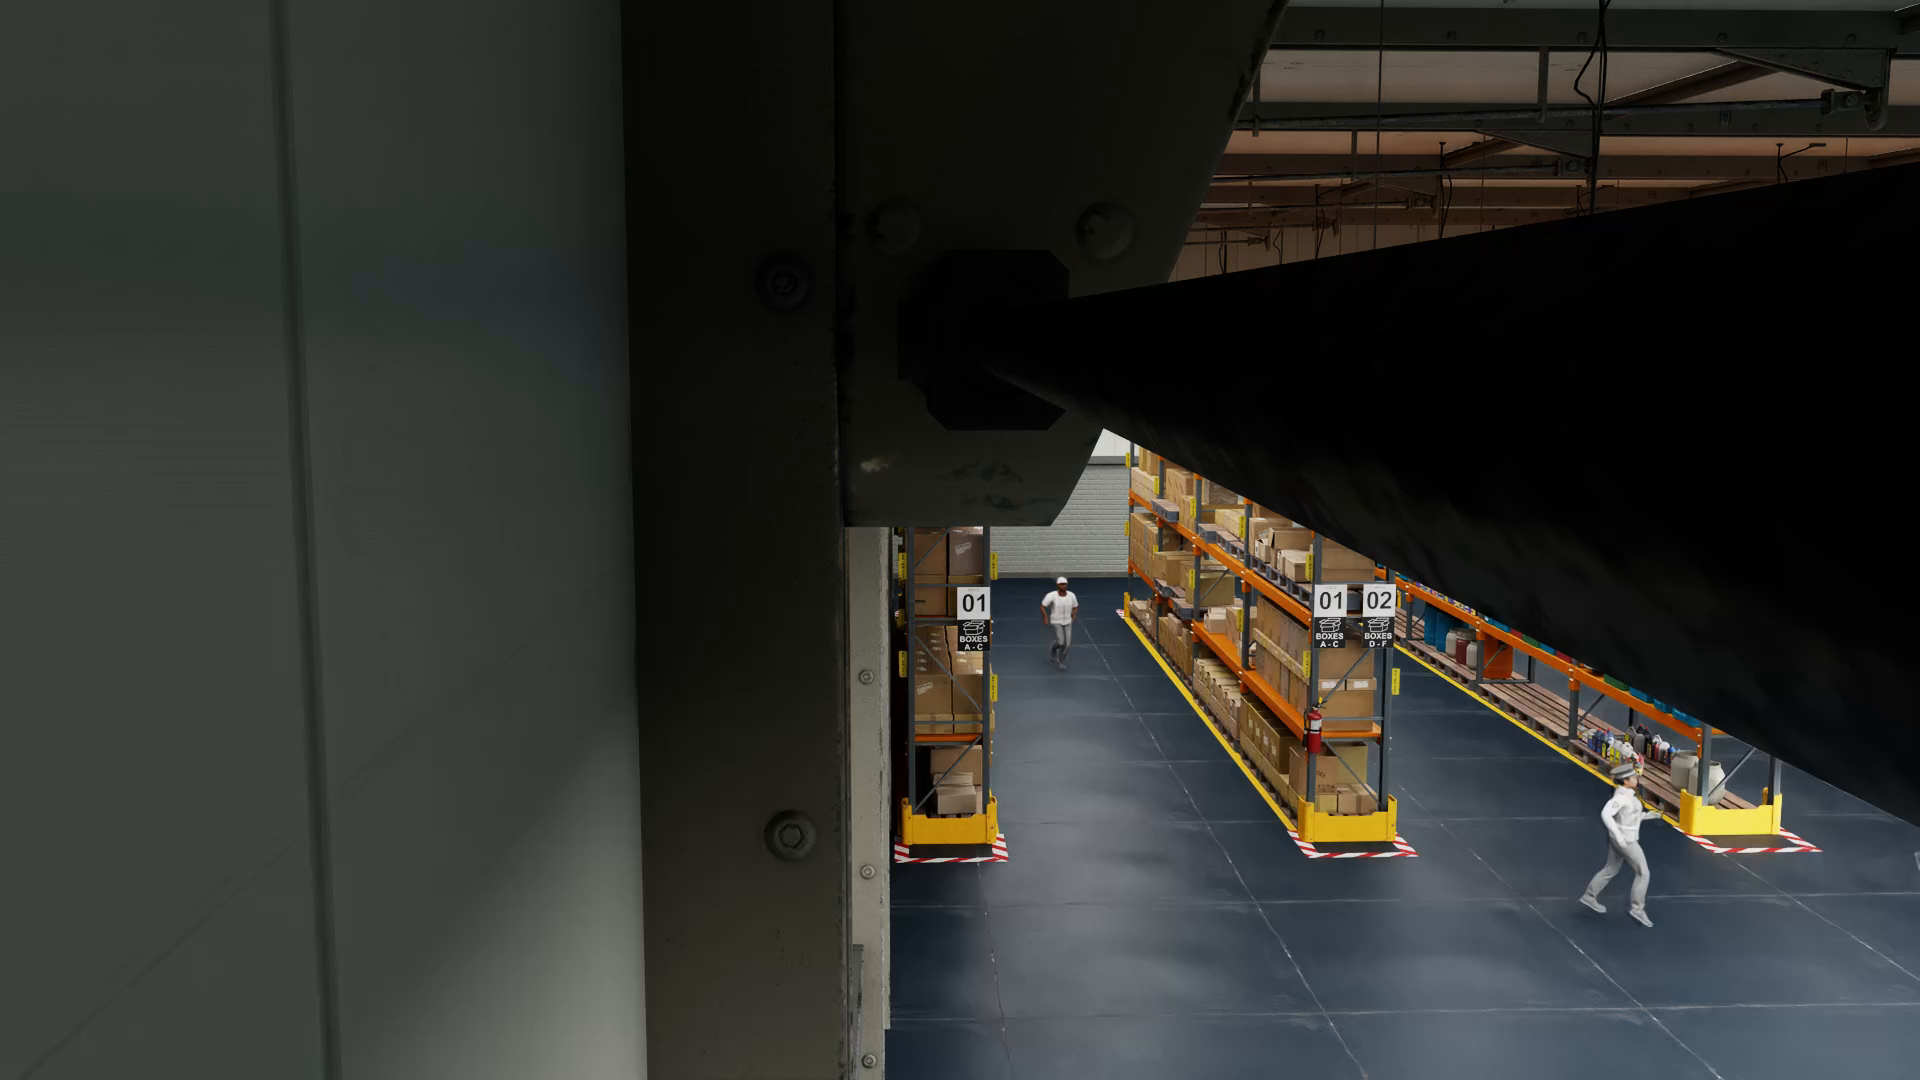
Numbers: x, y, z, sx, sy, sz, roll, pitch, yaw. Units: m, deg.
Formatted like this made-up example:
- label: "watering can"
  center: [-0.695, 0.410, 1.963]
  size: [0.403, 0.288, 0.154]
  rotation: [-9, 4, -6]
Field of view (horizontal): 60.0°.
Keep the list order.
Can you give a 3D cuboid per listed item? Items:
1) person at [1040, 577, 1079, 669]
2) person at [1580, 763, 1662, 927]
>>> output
- label: "person"
  center: [1.891, 1.542, 30.749]
  size: [0.698, 1.715, 0.550]
  rotation: [-2, 8, -16]
- label: "person"
  center: [7.049, 3.231, 17.720]
  size: [0.765, 1.753, 0.584]
  rotation: [2, 8, 14]
